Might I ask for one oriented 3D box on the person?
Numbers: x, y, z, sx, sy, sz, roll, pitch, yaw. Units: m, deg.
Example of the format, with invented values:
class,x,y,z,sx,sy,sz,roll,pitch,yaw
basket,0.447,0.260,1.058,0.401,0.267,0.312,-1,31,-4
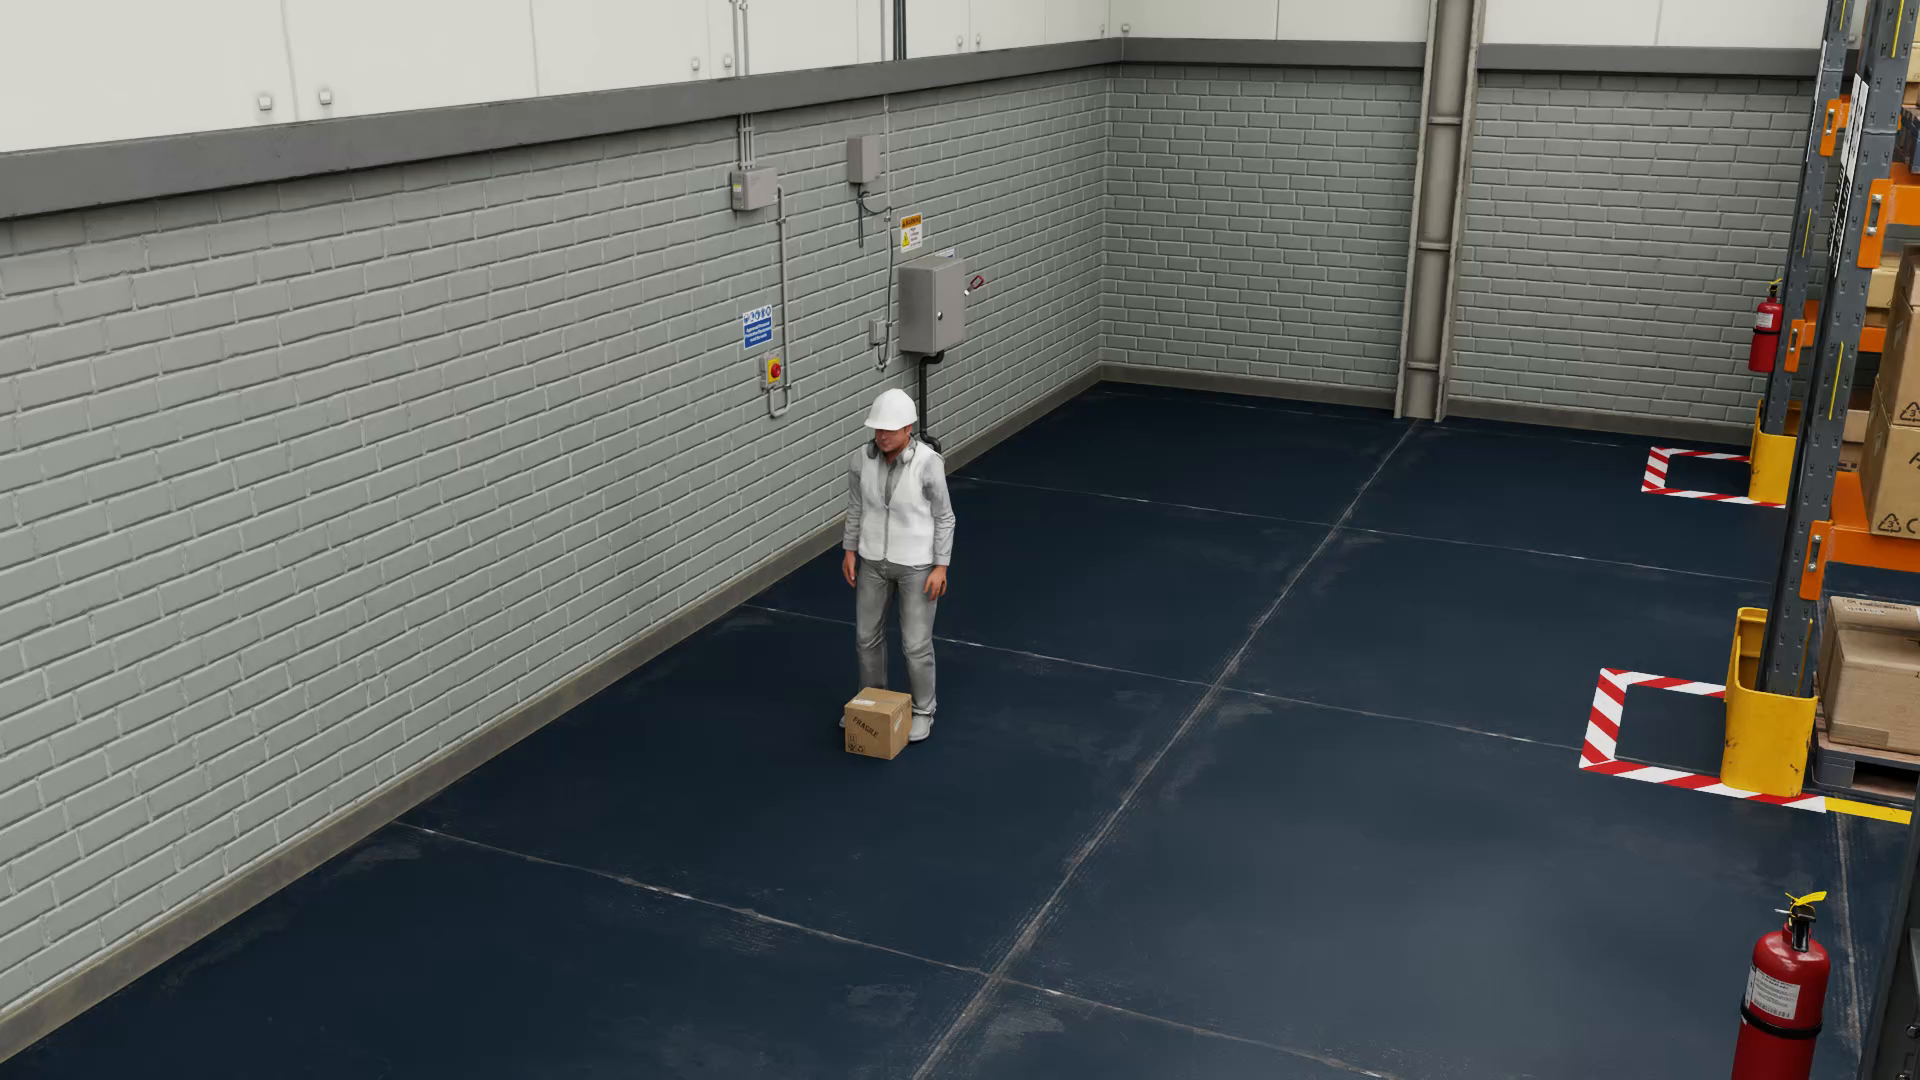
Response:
class,x,y,z,sx,sy,sz,roll,pitch,yaw
person,-0.311,0.107,8.210,0.580,1.771,0.463,8,21,23
